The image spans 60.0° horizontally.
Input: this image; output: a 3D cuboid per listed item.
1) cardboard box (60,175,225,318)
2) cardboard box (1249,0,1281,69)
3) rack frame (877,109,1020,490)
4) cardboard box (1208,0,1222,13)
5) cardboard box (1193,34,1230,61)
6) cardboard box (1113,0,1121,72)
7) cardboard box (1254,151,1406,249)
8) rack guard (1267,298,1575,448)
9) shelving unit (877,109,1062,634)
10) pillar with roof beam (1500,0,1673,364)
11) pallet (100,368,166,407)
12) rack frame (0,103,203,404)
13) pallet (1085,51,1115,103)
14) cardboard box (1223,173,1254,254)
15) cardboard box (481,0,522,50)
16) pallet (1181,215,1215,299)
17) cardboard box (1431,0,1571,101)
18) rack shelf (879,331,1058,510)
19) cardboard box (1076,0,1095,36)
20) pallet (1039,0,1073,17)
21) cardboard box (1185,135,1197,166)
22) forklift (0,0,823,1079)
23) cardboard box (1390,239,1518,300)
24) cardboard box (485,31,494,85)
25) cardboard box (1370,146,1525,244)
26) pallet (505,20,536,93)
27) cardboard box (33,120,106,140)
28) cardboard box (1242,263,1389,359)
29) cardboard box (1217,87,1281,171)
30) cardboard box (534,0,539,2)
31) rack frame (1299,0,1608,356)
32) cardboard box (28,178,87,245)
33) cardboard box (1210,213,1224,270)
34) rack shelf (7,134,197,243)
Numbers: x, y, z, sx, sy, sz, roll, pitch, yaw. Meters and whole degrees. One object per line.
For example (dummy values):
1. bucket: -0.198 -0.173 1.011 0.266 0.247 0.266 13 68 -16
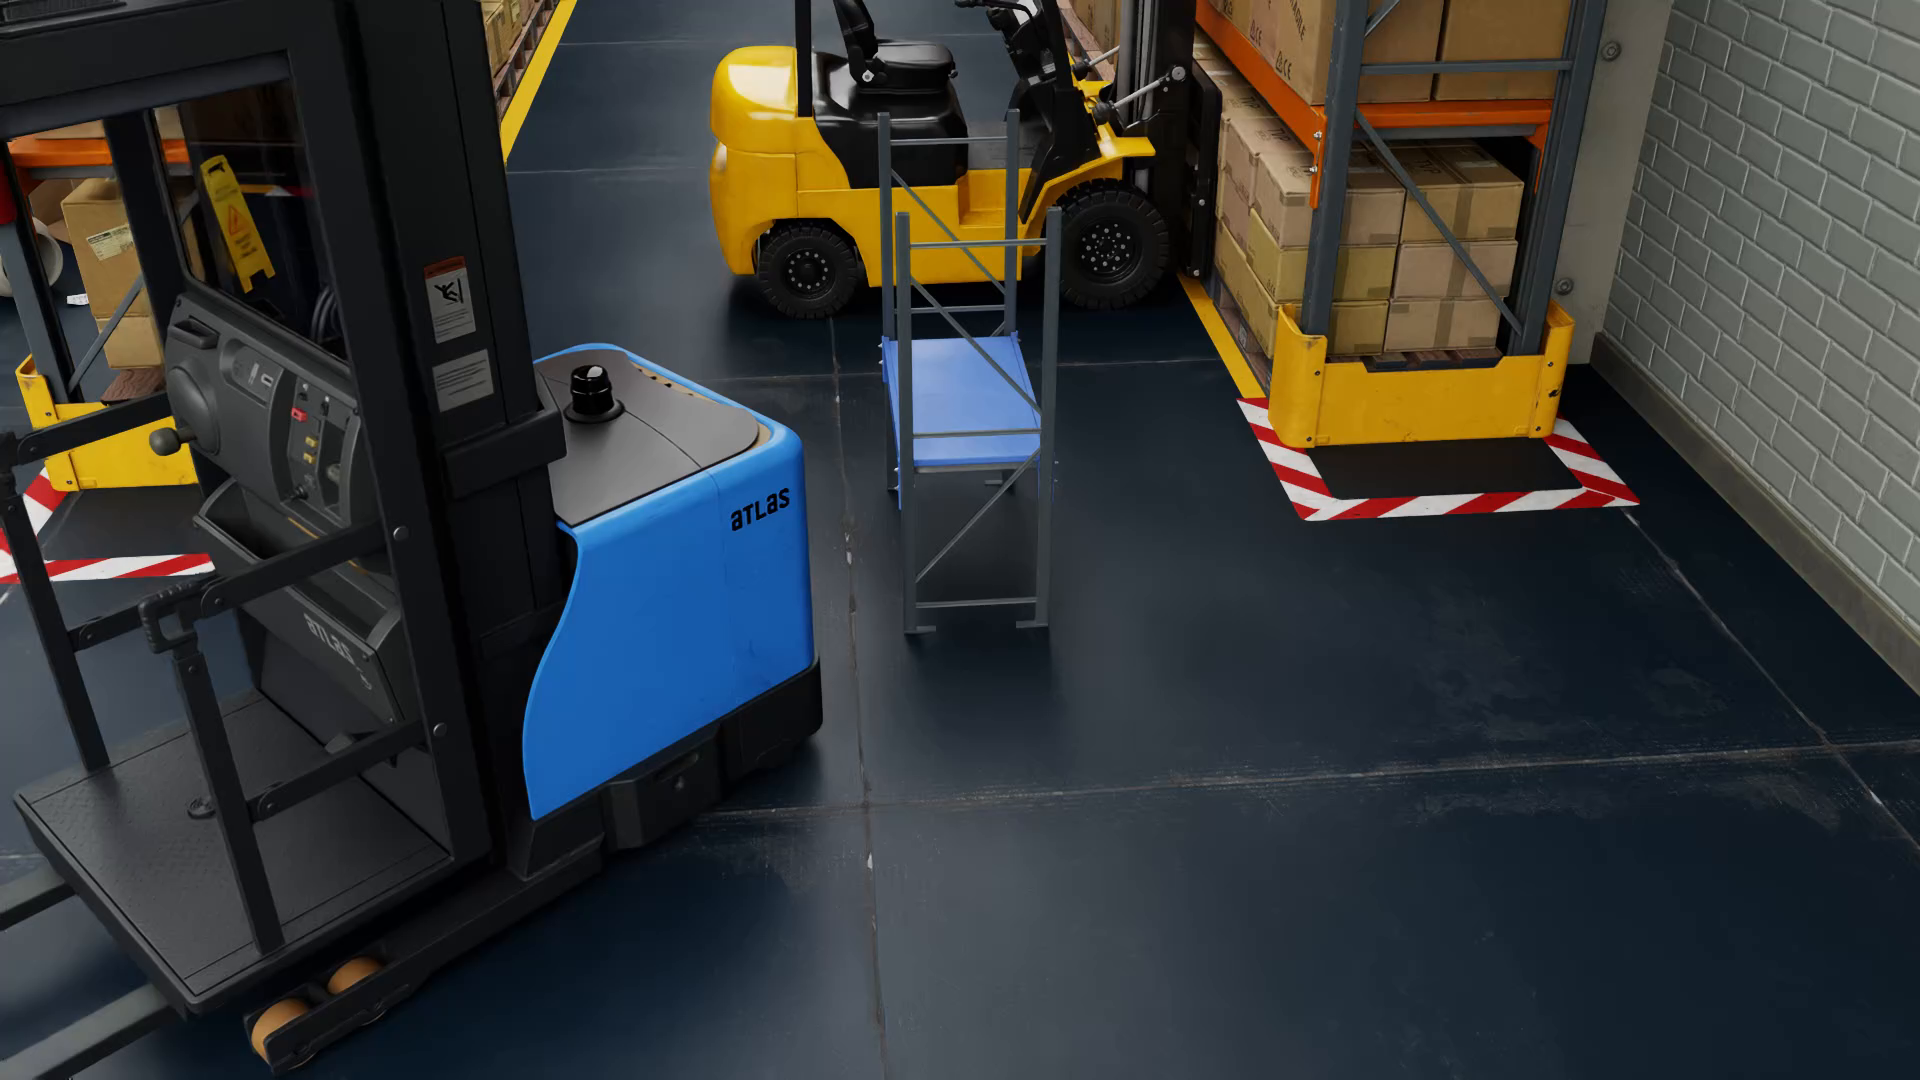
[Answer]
1. cardboard box: -3.368 -1.272 6.995 0.500 0.500 0.500 -3 31 -4
2. cardboard box: 1.562 -2.341 7.146 0.500 0.500 0.500 -2 31 -3
3. rack frame: -0.040 -0.860 6.227 0.500 1.500 0.032 -3 31 -5
4. cardboard box: 1.456 -2.858 8.013 0.500 0.500 0.500 -3 31 -4
5. cardboard box: 1.363 -2.488 8.787 0.500 0.250 0.500 -2 31 -3
6. cardboard box: 1.475 -3.263 10.693 0.875 0.625 0.625 -1 31 -2
7. cardboard box: 1.555 -1.443 7.037 0.500 0.250 0.500 -2 31 -3
8. rack guard: 1.911 -0.708 6.948 1.175 0.500 0.348 -3 31 -5
9. shelving unit: 0.008 -0.600 5.792 0.538 1.500 1.048 -3 31 -5
10. pillar with roof beam: -1.545 -4.562 5.112 9.100 9.000 0.400 -3 31 -5
11. pallet: -3.081 -0.812 7.404 1.003 0.211 1.213 -3 31 -5
12. rack frame: -3.033 -1.554 5.926 1.000 3.000 0.127 -3 31 -5
13. pallet: 1.427 -3.013 11.088 1.003 0.211 1.213 -3 31 -5
14. cardboard box: 1.516 -1.498 7.618 0.500 0.250 0.500 -3 31 -5
15. cardboard box: -3.596 -3.638 11.568 0.950 0.372 0.625 -2 31 -3
16. pallet: 1.685 -1.606 8.734 1.003 0.211 1.213 -3 31 -5
17. cardboard box: 2.139 -2.103 6.748 0.500 0.500 0.500 -2 31 -3
18. rack shelf: 0.008 -0.446 5.885 0.538 0.185 1.000 -3 31 -5
19. cardboard box: 1.338 -4.043 12.000 0.875 0.625 0.625 -4 31 -7
20. pallet: 1.199 -4.259 13.174 1.003 0.211 1.213 -3 31 -5
21. cardboard box: 1.403 -2.016 8.485 0.500 0.250 0.500 -3 31 -5
22. forklift: -1.807 -0.260 3.828 1.130 2.935 3.031 26 40 36
23. cardboard box: 2.071 -1.258 7.216 0.500 0.250 0.500 -2 31 -4
24. cardboard box: -3.458 -2.916 10.360 0.950 0.372 0.625 -2 31 -4
25. cardboard box: 2.052 -1.477 7.095 0.500 0.250 0.500 -3 31 -5
26. pallet: -3.598 -3.421 11.771 1.003 0.211 1.213 -3 31 -5
27. cardboard box: -3.281 -1.627 6.293 0.380 0.149 0.250 -2 31 -3
28. cardboard box: 1.550 -1.018 7.301 0.500 0.250 0.500 -3 31 -4
29. cardboard box: 1.444 -1.960 7.904 0.500 0.250 0.500 -2 31 -4
30. cardboard box: -3.738 -4.402 12.847 0.950 0.372 0.625 -5 31 -8
31. rack frame: 1.909 -1.794 6.328 1.000 3.000 0.127 -3 31 -5
32. cardboard box: -4.661 -1.912 8.961 0.500 0.500 0.500 20 36 29
33. cardboard box: 1.475 -1.528 8.156 0.500 0.250 0.500 -2 31 -4
34. rack shelf: -3.220 -2.266 7.820 1.077 0.370 4.000 -3 31 -5
